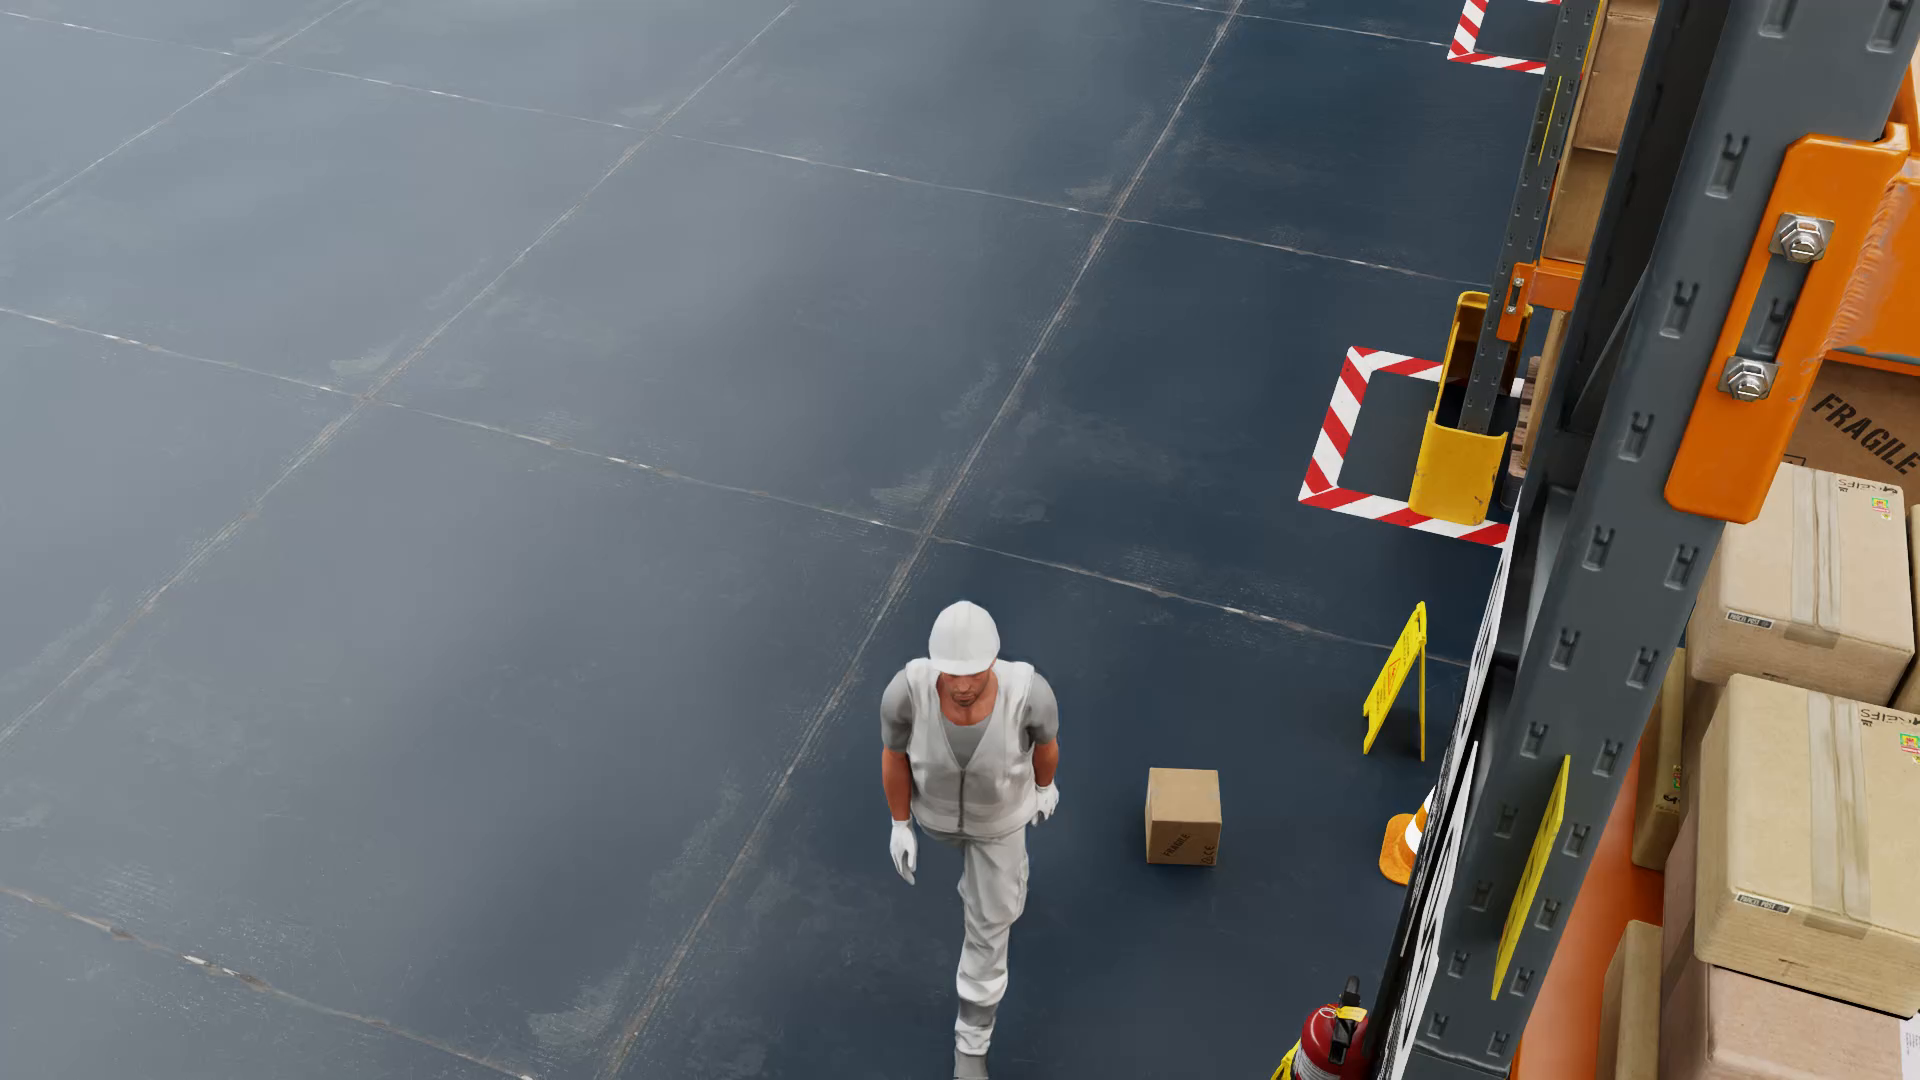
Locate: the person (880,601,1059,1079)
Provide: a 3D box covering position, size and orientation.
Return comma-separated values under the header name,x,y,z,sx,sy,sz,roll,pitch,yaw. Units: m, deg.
name,x,y,z,sx,sy,sz,roll,pitch,yaw
person,0.018,0.853,5.170,0.527,1.727,1.095,8,42,9
